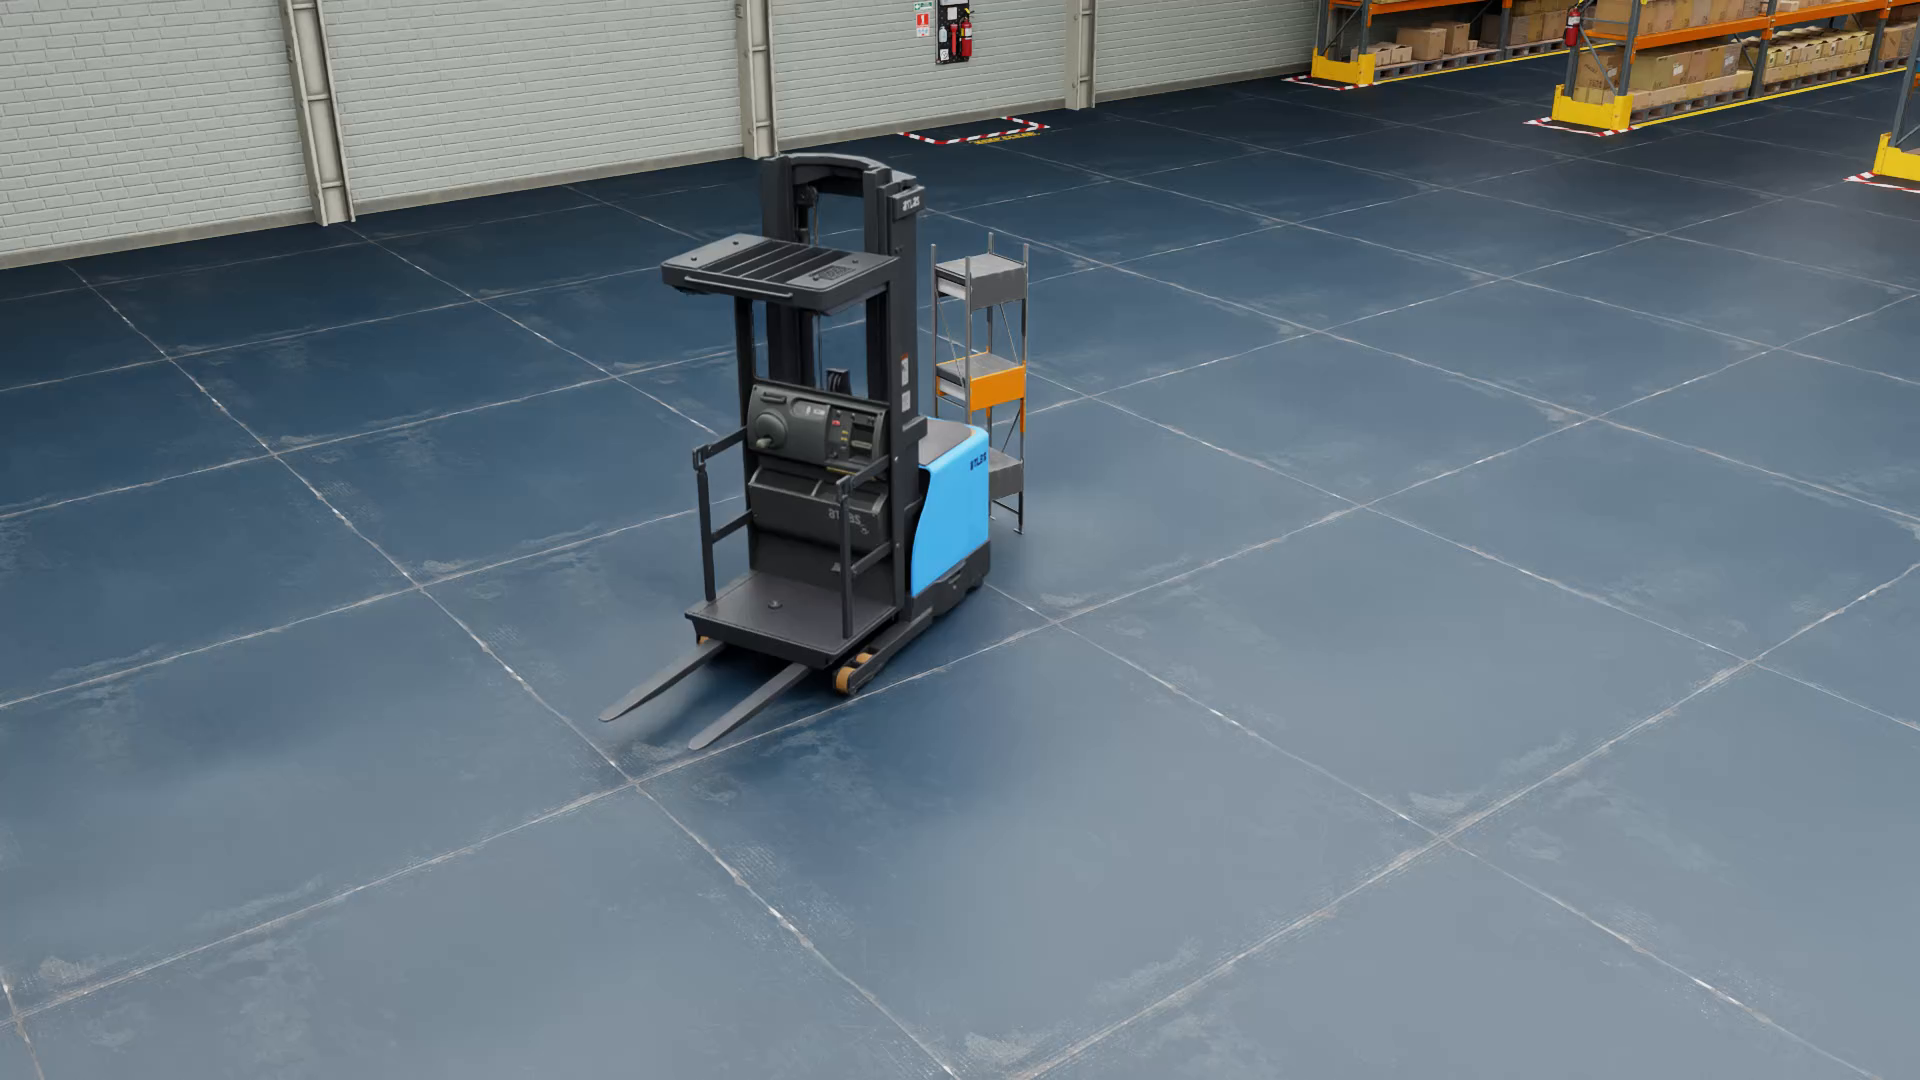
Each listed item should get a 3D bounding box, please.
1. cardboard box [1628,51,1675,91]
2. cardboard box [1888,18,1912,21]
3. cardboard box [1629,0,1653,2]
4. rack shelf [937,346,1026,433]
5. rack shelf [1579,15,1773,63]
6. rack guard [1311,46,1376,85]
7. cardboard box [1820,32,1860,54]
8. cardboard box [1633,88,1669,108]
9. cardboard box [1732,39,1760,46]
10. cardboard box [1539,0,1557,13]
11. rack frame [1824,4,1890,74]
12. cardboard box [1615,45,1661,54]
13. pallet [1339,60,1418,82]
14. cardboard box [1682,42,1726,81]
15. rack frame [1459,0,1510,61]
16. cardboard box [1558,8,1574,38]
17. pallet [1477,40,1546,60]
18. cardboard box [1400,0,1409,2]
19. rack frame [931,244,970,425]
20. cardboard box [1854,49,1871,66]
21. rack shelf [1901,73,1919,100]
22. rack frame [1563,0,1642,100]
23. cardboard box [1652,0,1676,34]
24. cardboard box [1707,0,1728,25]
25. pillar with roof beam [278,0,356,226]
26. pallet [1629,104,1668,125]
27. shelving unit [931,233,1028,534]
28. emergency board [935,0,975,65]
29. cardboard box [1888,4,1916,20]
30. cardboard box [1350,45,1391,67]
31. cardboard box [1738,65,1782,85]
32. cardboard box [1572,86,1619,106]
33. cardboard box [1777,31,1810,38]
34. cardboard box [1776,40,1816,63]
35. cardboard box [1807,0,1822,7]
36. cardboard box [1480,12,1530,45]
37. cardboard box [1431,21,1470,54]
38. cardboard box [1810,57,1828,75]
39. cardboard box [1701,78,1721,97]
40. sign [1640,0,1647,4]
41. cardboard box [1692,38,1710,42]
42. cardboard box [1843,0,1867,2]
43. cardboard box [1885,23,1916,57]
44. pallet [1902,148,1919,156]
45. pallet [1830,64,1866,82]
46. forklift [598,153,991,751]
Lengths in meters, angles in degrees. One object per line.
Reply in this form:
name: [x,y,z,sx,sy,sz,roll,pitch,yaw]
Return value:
cardboard box: [10.636,-7.246,25.677,0.500,0.500,0.500,-18,31,-34]
cardboard box: [17.387,-9.504,31.112,0.500,0.500,0.500,-20,31,-36]
cardboard box: [10.126,-8.137,24.830,0.250,0.149,0.380,-19,31,-34]
rack shelf: [0.130,-0.983,11.406,0.480,0.518,0.431,-18,31,-34]
rack shelf: [11.258,-7.960,26.193,4.000,0.370,1.077,-18,31,-34]
rack guard: [6.684,-8.293,29.025,0.348,0.500,1.175,-18,31,-34]
cardboard box: [15.314,-8.688,29.008,0.500,0.311,0.500,-19,31,-35]
cardboard box: [10.635,-6.907,25.836,0.500,0.250,0.500,-18,31,-34]
cardboard box: [13.379,-8.341,28.260,0.500,0.311,0.500,-17,30,-33]
cardboard box: [11.093,-10.300,31.937,0.500,0.250,0.500,-19,31,-35]
rack frame: [15.979,-9.845,29.400,0.127,3.000,1.000,-18,31,-34]
cardboard box: [10.700,-7.553,26.337,0.500,0.500,0.500,-18,31,-34]
pallet: [7.345,-8.361,29.515,1.213,0.211,1.003,-18,31,-34]
cardboard box: [11.810,-7.639,26.524,0.500,0.500,0.500,-18,31,-34]
rack frame: [9.772,-10.446,30.695,0.127,3.000,1.000,-18,31,-34]
cardboard box: [11.535,-10.113,32.423,0.500,0.500,0.700,-18,31,-34]
pallet: [10.384,-9.384,31.718,1.213,0.211,1.003,-18,31,-34]
cardboard box: [7.604,-9.509,28.830,0.500,0.250,0.500,-19,31,-36]
rack frame: [-0.062,-0.932,11.264,0.015,2.100,0.400,-18,31,-34]
cardboard box: [15.716,-8.571,29.422,0.500,0.250,0.500,-17,30,-33]
rack shelf: [14.312,-6.318,22.655,4.000,0.370,1.077,-18,31,-34]
rack frame: [9.684,-7.767,24.922,0.127,3.000,1.000,-18,31,-34]
cardboard box: [10.470,-8.067,25.450,0.500,0.500,0.700,-17,30,-33]
cardboard box: [11.678,-8.466,26.309,0.500,0.500,0.700,-18,30,-33]
pillar with roof beam: [-4.867,-6.495,15.054,0.400,9.000,9.100,-18,31,-34]
pallet: [10.260,-6.715,25.967,1.213,0.211,1.003,-18,31,-34]
shelving unit: [0.130,-0.995,11.401,0.503,2.100,0.431,-18,31,-34]
emergency board: [-0.048,-7.687,24.751,0.643,1.169,0.194,-18,31,-34]
cardboard box: [17.415,-9.855,30.977,0.500,0.250,0.500,-19,31,-35]
cardboard box: [7.224,-8.537,29.252,0.500,0.311,0.500,-23,33,-40]
cardboard box: [13.302,-7.772,27.700,0.500,0.250,0.500,-19,31,-35]
cardboard box: [9.924,-6.947,25.923,0.500,0.250,0.500,-18,31,-34]
cardboard box: [14.575,-8.733,29.105,0.500,0.311,0.500,-19,31,-35]
cardboard box: [14.114,-8.291,28.154,0.500,0.311,0.500,-19,31,-36]
cardboard box: [14.255,-9.312,28.133,0.500,0.500,0.500,-18,30,-34]
cardboard box: [10.341,-9.708,31.552,0.500,0.500,0.700,-17,30,-32]
cardboard box: [8.980,-9.229,30.519,0.500,0.500,0.500,-21,32,-38]
cardboard box: [14.512,-8.171,28.561,0.500,0.250,0.500,-18,30,-33]
cardboard box: [11.818,-7.295,26.673,0.500,0.250,0.500,-18,31,-34]
sign: [10.022,-8.010,24.324,0.005,0.325,0.100,-18,31,-34]
cardboard box: [11.885,-7.940,27.172,0.500,0.500,0.500,-18,31,-34]
cardboard box: [15.442,-9.406,28.752,0.250,0.149,0.380,-18,31,-34]
cardboard box: [16.922,-9.072,30.181,0.500,0.500,0.500,-20,31,-36]
pallet: [13.411,-5.105,22.498,1.213,0.211,1.003,-18,31,-34]
pallet: [15.308,-8.379,29.554,1.213,0.211,1.003,-18,31,-34]
forklift: [-0.955,-0.635,9.637,1.130,2.935,3.031,13,28,26]
